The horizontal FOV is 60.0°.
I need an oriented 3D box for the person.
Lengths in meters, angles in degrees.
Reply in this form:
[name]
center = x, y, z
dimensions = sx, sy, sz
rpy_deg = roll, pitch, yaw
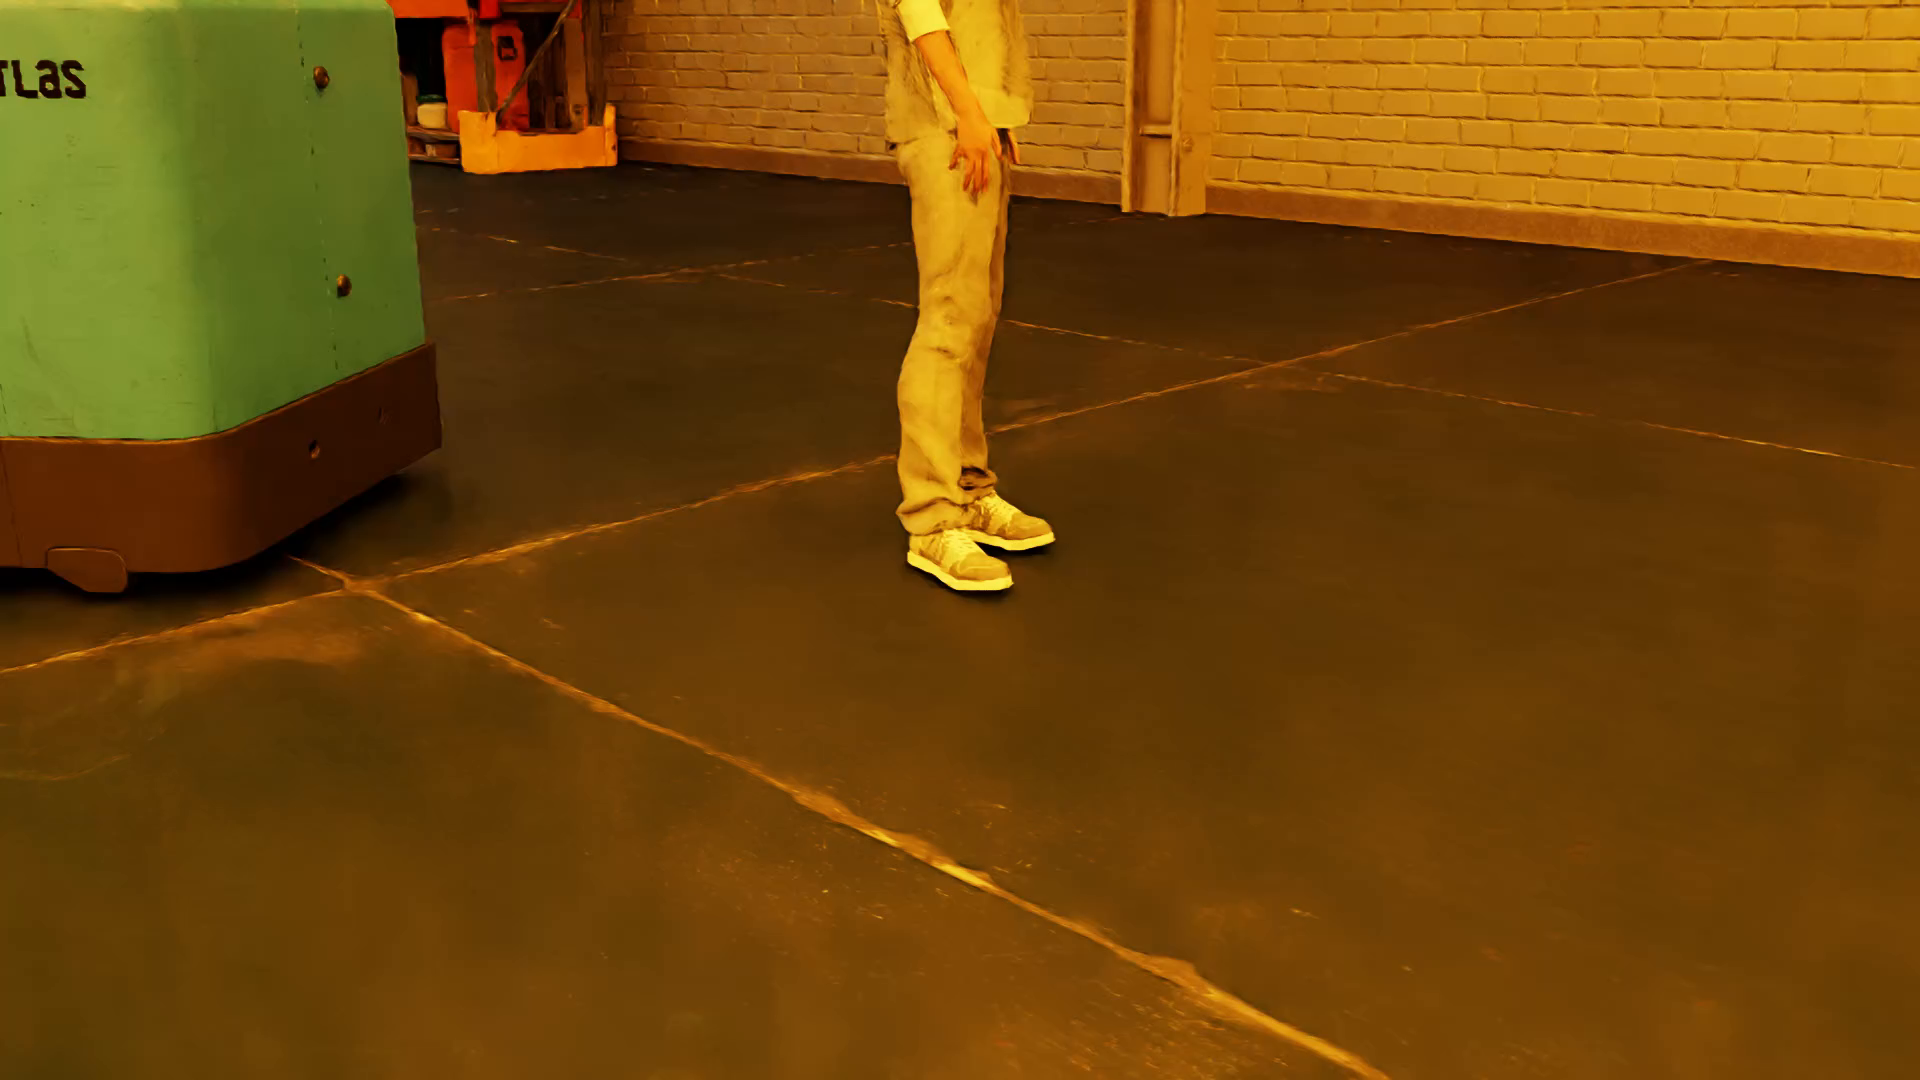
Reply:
[person]
center = 0.013, -0.748, 3.100
dimensions = 0.355, 1.599, 0.622
rpy_deg = 2, 17, 6

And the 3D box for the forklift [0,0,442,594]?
[forklift]
center = -2.755, -1.470, 3.189
dimensions = 3.031, 2.935, 1.130
rpy_deg = 2, 17, 6
